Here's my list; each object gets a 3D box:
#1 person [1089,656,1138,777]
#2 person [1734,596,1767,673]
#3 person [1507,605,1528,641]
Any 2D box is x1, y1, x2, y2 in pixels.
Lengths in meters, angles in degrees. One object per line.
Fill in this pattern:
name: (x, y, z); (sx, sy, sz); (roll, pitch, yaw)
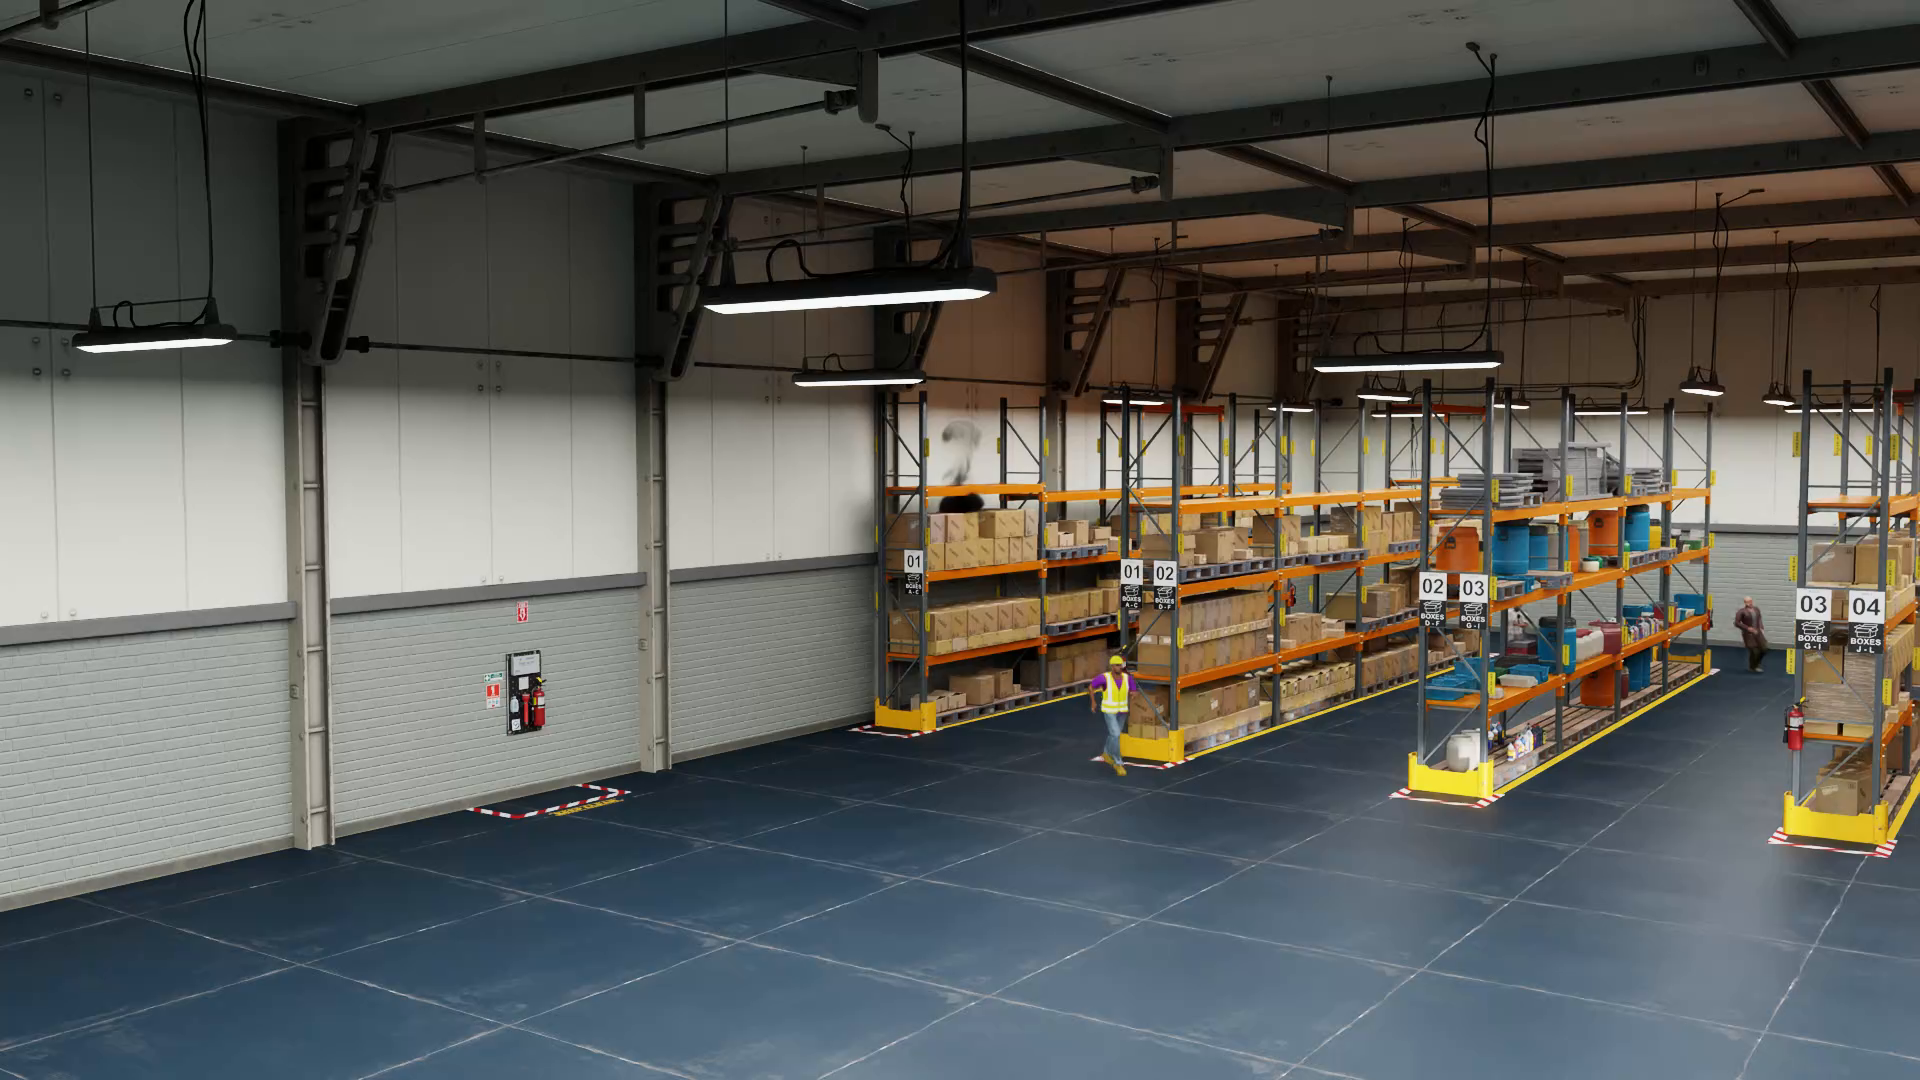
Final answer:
person: (2.387, 2.675, 25.668); (0.685, 1.803, 0.907); (-1, 3, -23)
person: (17.558, 2.100, 36.907); (0.762, 1.701, 0.565); (0, 3, -5)
person: (12.370, 2.101, 37.062); (0.604, 1.666, 0.791); (2, 4, 34)
